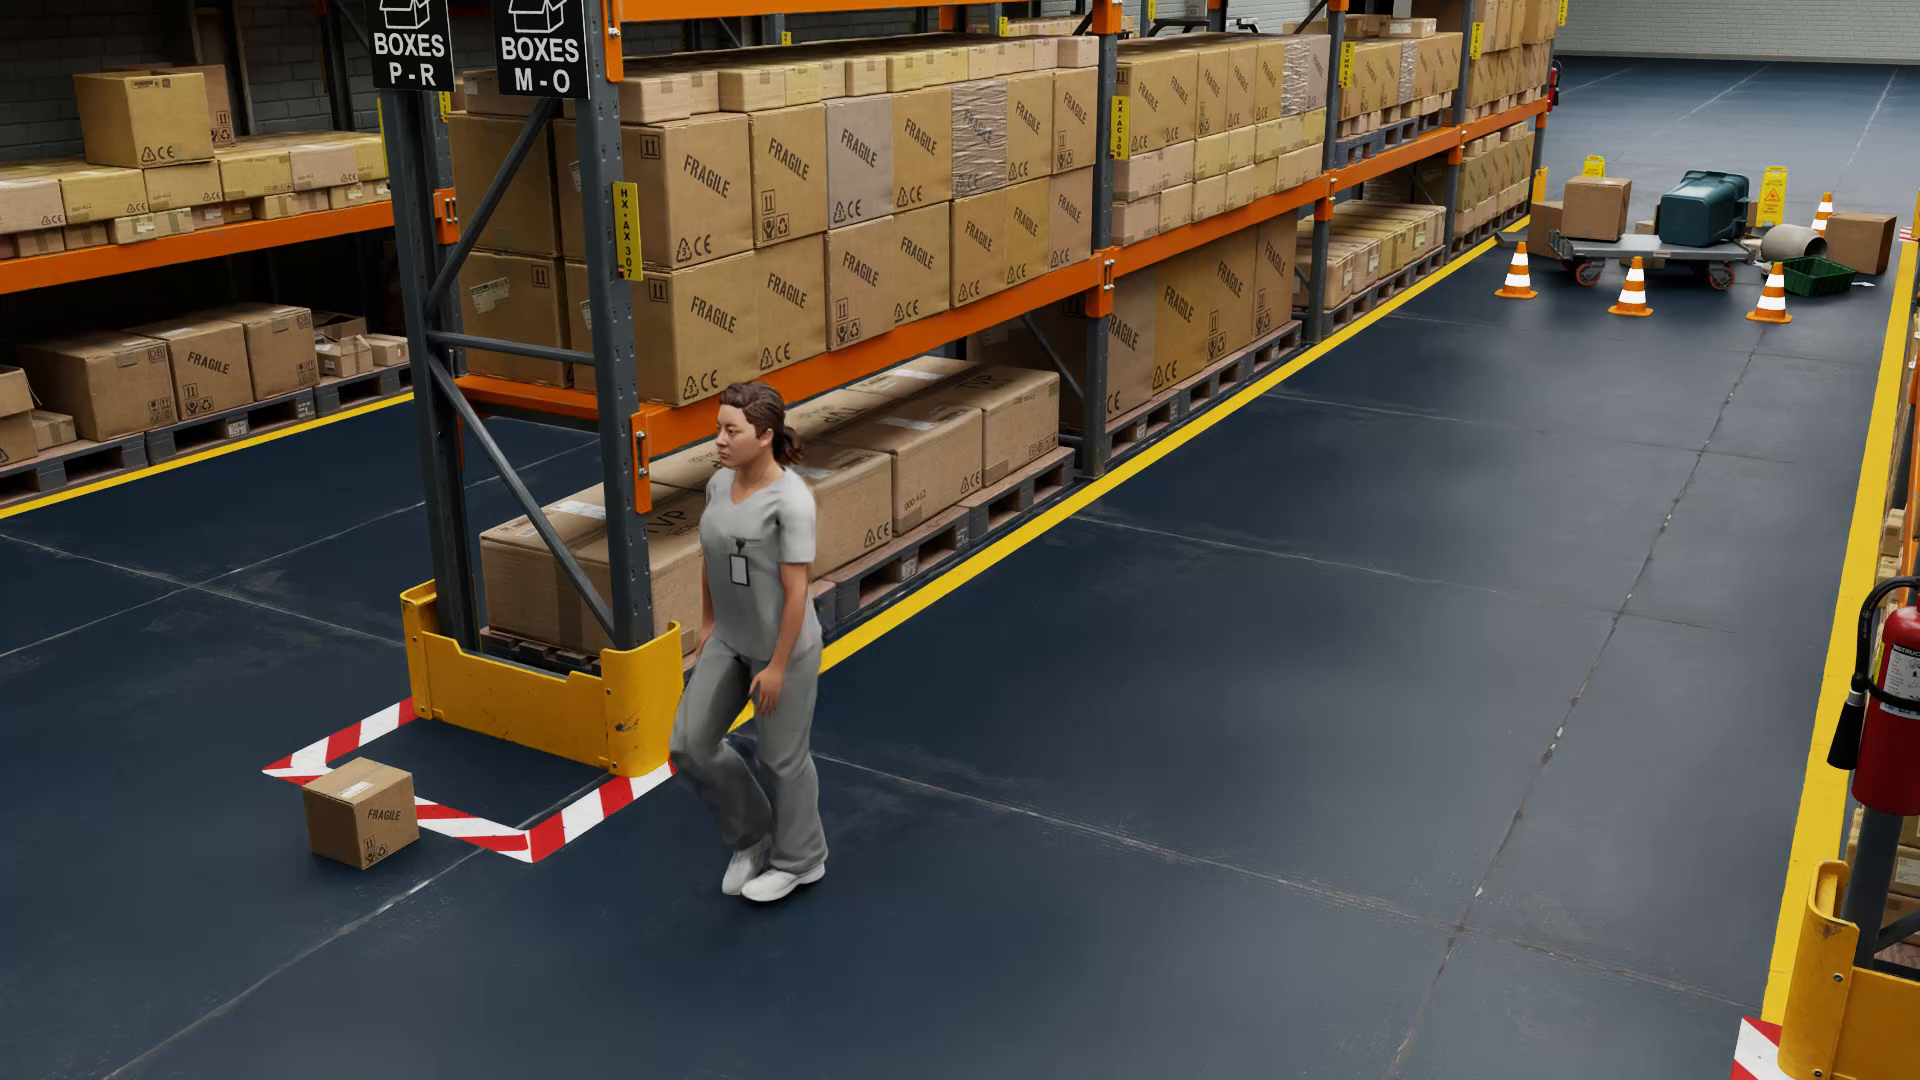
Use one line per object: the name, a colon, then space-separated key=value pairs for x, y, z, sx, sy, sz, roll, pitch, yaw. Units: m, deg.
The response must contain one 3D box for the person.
person: x=-0.649 y=0.349 z=5.070 sx=0.513 sy=1.690 sz=0.427 roll=15 pitch=24 yaw=35
